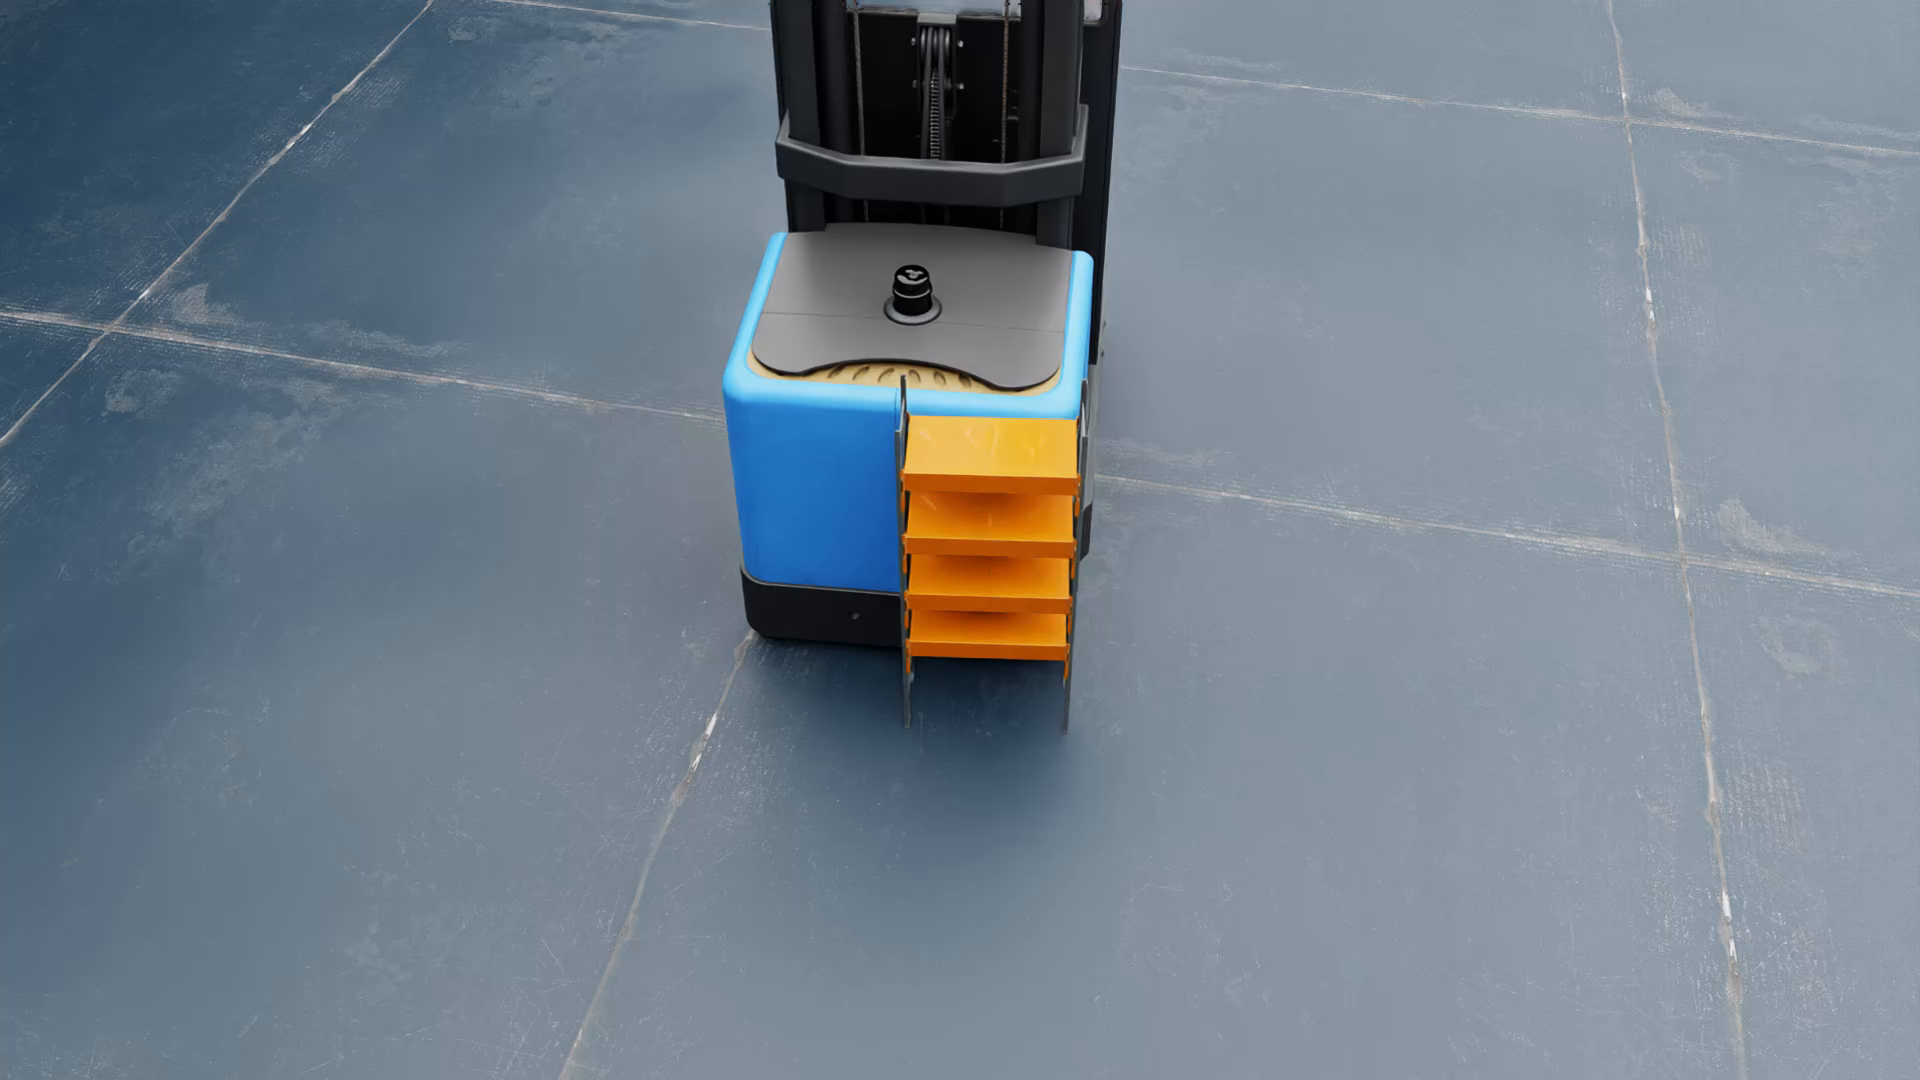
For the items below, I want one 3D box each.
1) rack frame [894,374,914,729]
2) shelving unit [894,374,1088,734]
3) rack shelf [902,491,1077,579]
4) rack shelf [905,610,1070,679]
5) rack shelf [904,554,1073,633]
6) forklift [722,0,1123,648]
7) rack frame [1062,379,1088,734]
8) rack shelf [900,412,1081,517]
[{"bbox_3d":[-0.158,0.068,4.814,0.015,1.200,0.240,2,44,2],"label":"rack frame"},{"bbox_3d":[0.085,0.075,4.807,0.503,1.200,0.258,2,44,2],"label":"shelving unit"},{"bbox_3d":[0.085,-0.038,4.698,0.480,0.148,0.258,2,44,2],"label":"rack shelf"},{"bbox_3d":[0.085,0.267,4.991,0.480,0.148,0.258,2,44,2],"label":"rack shelf"},{"bbox_3d":[0.085,0.123,4.854,0.480,0.148,0.258,2,44,2],"label":"rack shelf"},{"bbox_3d":[-0.015,-1.705,5.408,1.130,2.935,3.031,4,44,5],"label":"forklift"},{"bbox_3d":[0.329,0.082,4.799,0.015,1.200,0.240,2,44,2],"label":"rack frame"},{"bbox_3d":[0.085,-0.208,4.534,0.480,0.148,0.258,2,44,2],"label":"rack shelf"}]
